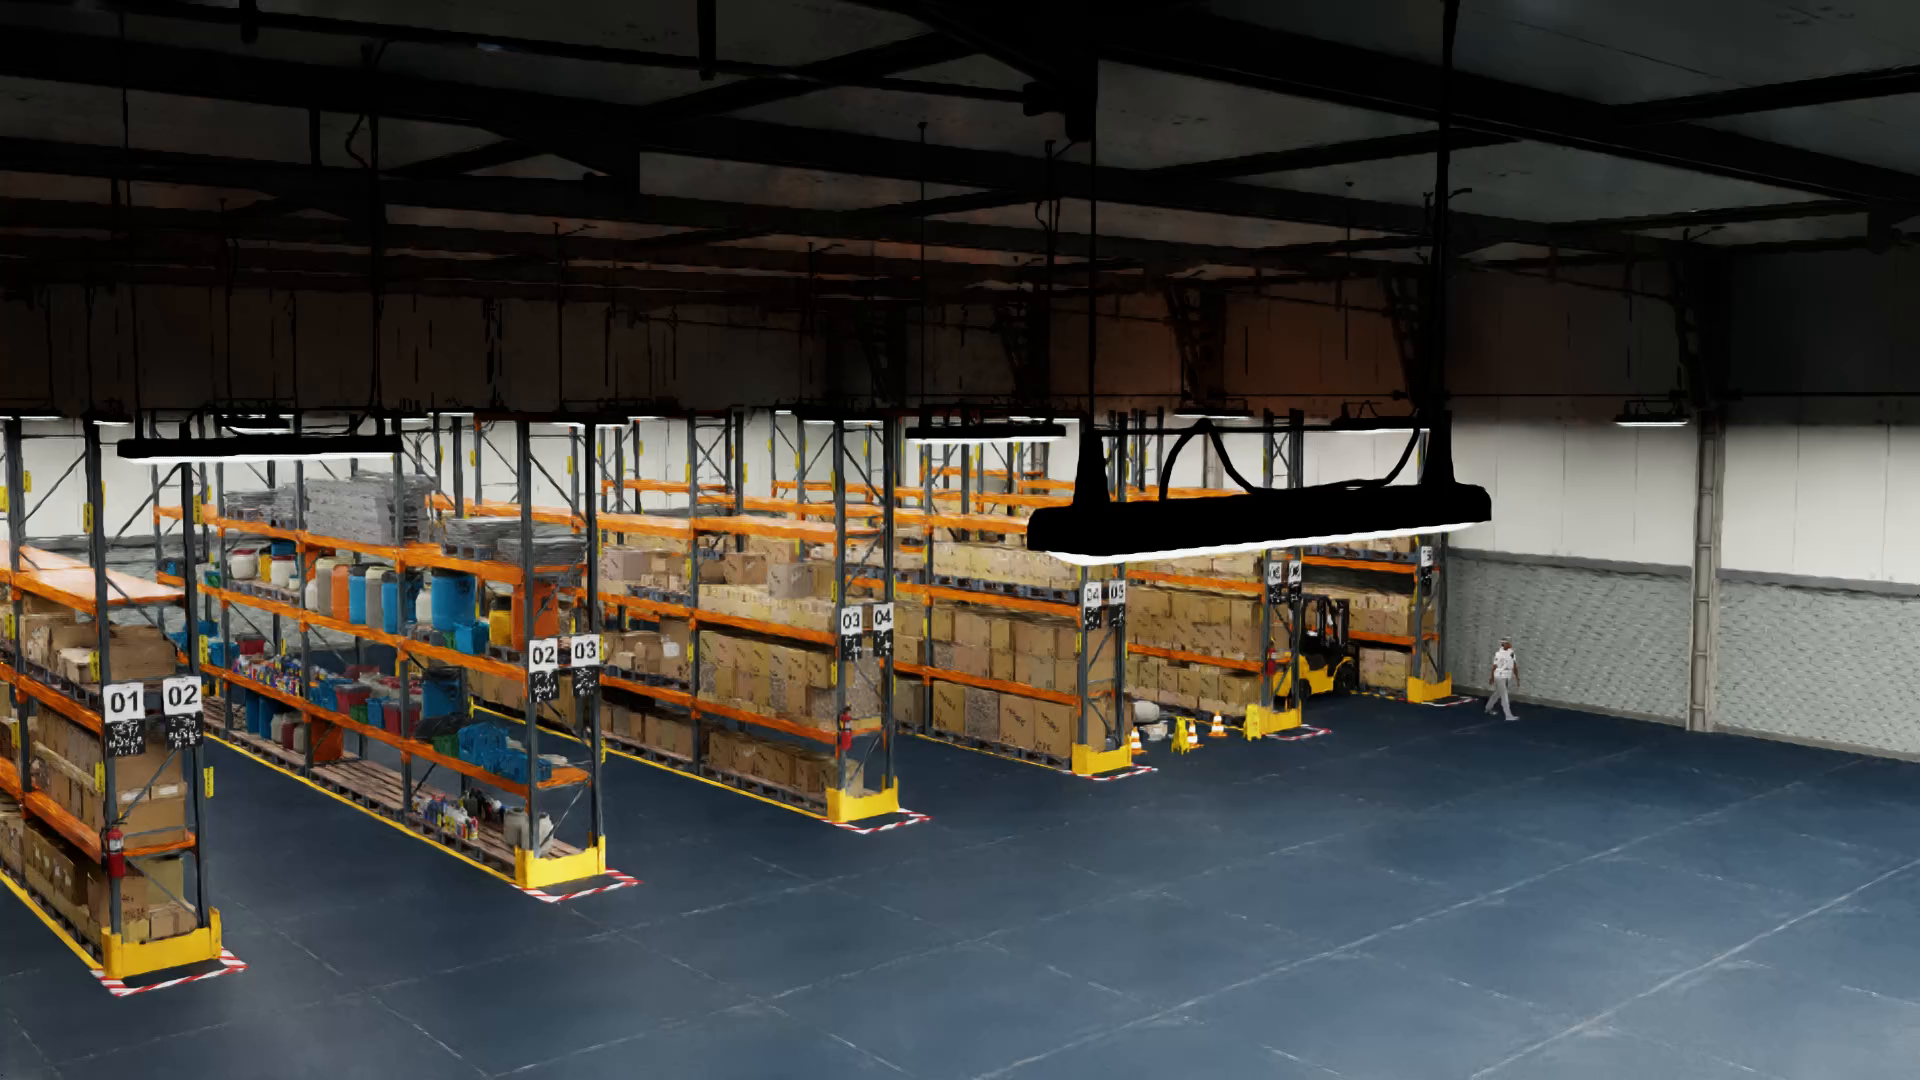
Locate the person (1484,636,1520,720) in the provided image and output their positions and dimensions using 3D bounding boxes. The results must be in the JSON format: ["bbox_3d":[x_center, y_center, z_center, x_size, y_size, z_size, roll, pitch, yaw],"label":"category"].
[{"bbox_3d":[10.611,2.659,32.424,0.436,1.623,1.000,-3,6,-32],"label":"person"}]
